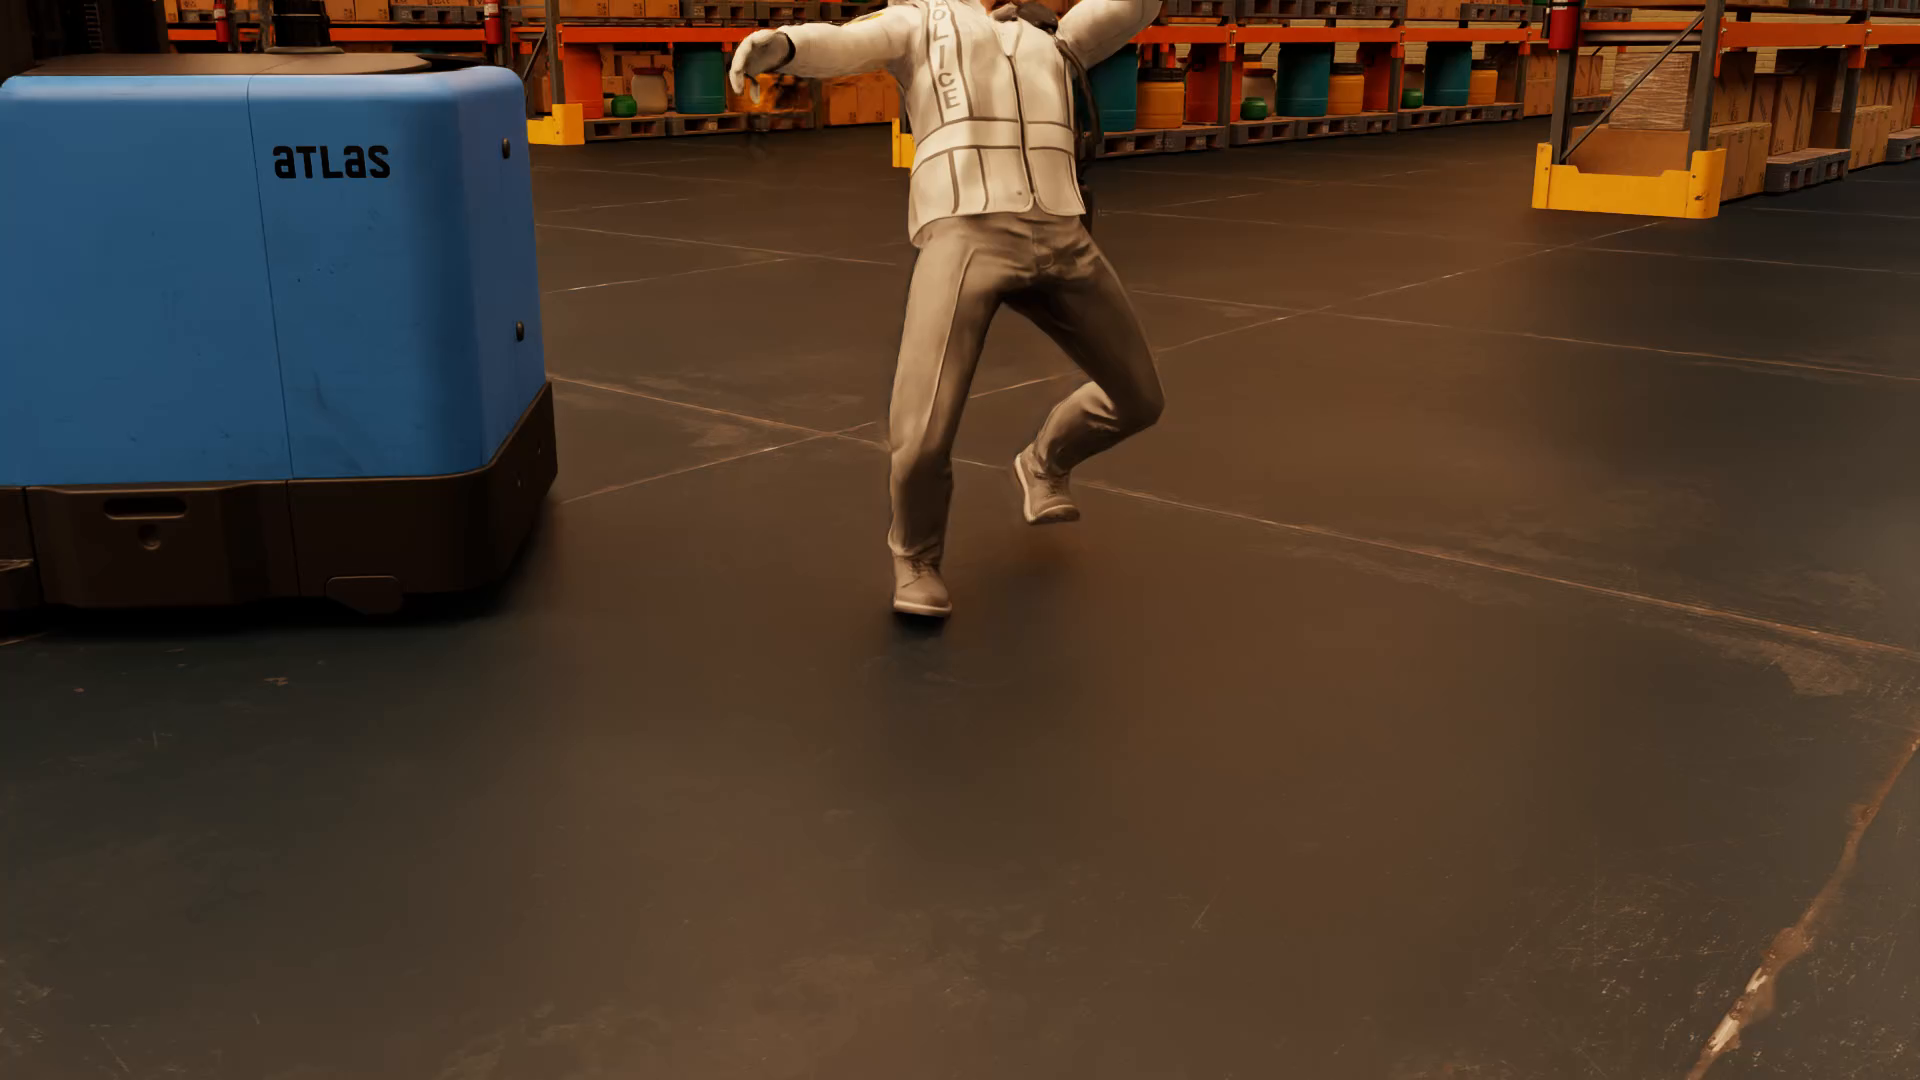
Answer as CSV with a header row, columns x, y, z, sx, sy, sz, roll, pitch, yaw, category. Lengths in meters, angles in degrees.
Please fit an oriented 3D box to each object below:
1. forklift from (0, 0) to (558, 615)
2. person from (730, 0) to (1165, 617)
x,y,z,sx,sy,sz,roll,pitch,yaw,category
-2.496,-1.339,3.306,3.031,2.935,1.130,-2,17,-5,forklift
-0.051,-0.573,3.279,1.001,1.458,0.744,-11,20,-33,person
